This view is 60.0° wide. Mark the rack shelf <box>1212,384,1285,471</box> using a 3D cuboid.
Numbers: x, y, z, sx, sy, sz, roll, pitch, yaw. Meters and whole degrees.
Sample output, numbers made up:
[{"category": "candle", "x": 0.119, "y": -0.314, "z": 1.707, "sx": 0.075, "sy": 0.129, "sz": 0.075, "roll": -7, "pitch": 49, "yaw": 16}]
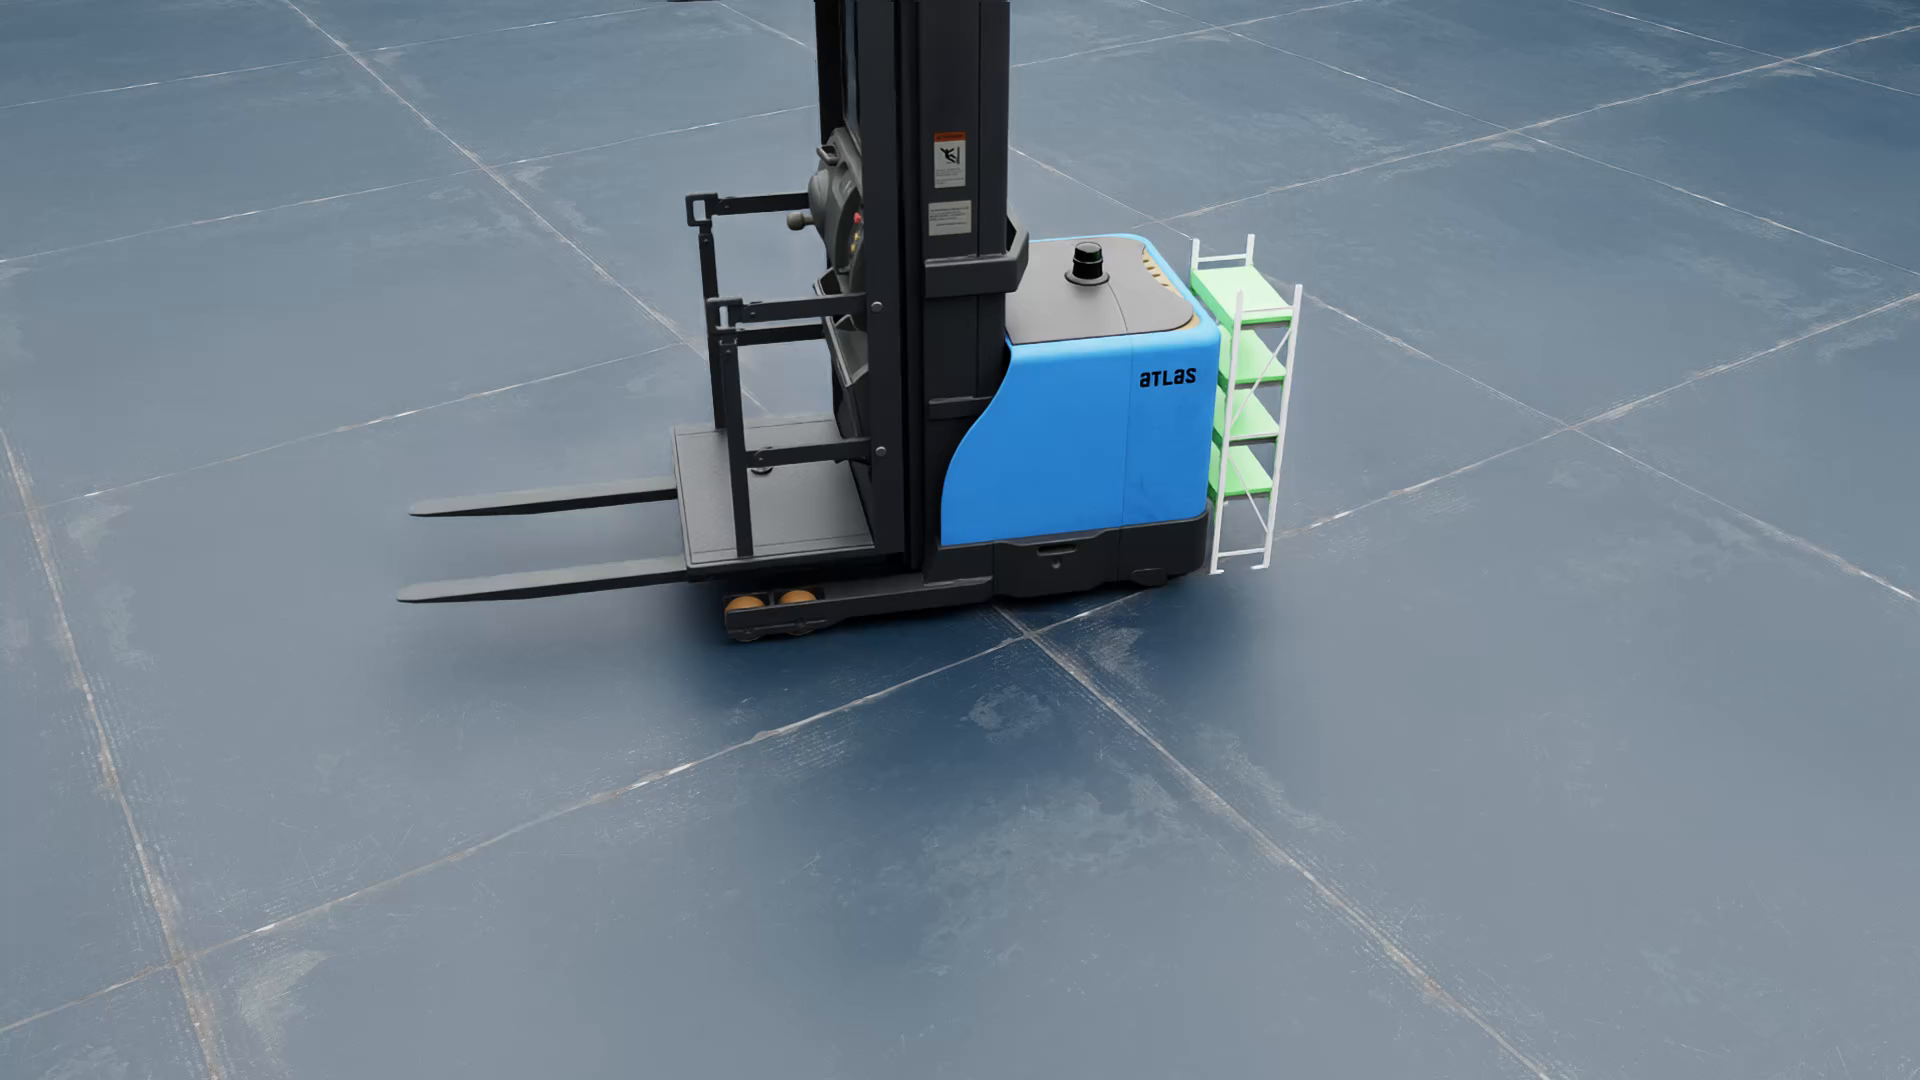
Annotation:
[{"category": "rack shelf", "x": 1.053, "y": -0.462, "z": 6.478, "sx": 0.258, "sy": 0.148, "sz": 0.480, "roll": -6, "pitch": 33, "yaw": -10}]

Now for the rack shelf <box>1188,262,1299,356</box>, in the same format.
[{"category": "rack shelf", "x": 1.054, "y": -0.868, "z": 6.222, "sx": 0.258, "sy": 0.148, "sz": 0.480, "roll": -6, "pitch": 33, "yaw": -10}]

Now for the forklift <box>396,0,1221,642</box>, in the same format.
[{"category": "forklift", "x": -0.615, "y": -1.172, "z": 5.860, "sx": 3.031, "sy": 2.935, "sz": 1.130, "roll": -6, "pitch": 33, "yaw": -10}]

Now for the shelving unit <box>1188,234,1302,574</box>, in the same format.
[{"category": "shelving unit", "x": 1.054, "y": -0.516, "z": 6.444, "sx": 0.258, "sy": 1.200, "sz": 0.503, "roll": -6, "pitch": 33, "yaw": -10}]

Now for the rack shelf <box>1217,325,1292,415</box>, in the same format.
[{"category": "rack shelf", "x": 1.054, "y": -0.665, "z": 6.350, "sx": 0.258, "sy": 0.148, "sz": 0.480, "roll": -6, "pitch": 33, "yaw": -10}]

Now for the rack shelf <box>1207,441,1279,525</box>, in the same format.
[{"category": "rack shelf", "x": 1.053, "y": -0.259, "z": 6.606, "sx": 0.258, "sy": 0.148, "sz": 0.480, "roll": -6, "pitch": 33, "yaw": -10}]

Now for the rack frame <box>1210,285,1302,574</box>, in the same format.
[{"category": "rack frame", "x": 1.103, "y": -0.389, "z": 6.242, "sx": 0.240, "sy": 1.200, "sz": 0.015, "roll": -6, "pitch": 33, "yaw": -10}]

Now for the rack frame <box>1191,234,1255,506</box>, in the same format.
[{"category": "rack frame", "x": 1.004, "y": -0.644, "z": 6.646, "sx": 0.240, "sy": 1.200, "sz": 0.015, "roll": -6, "pitch": 33, "yaw": -10}]
